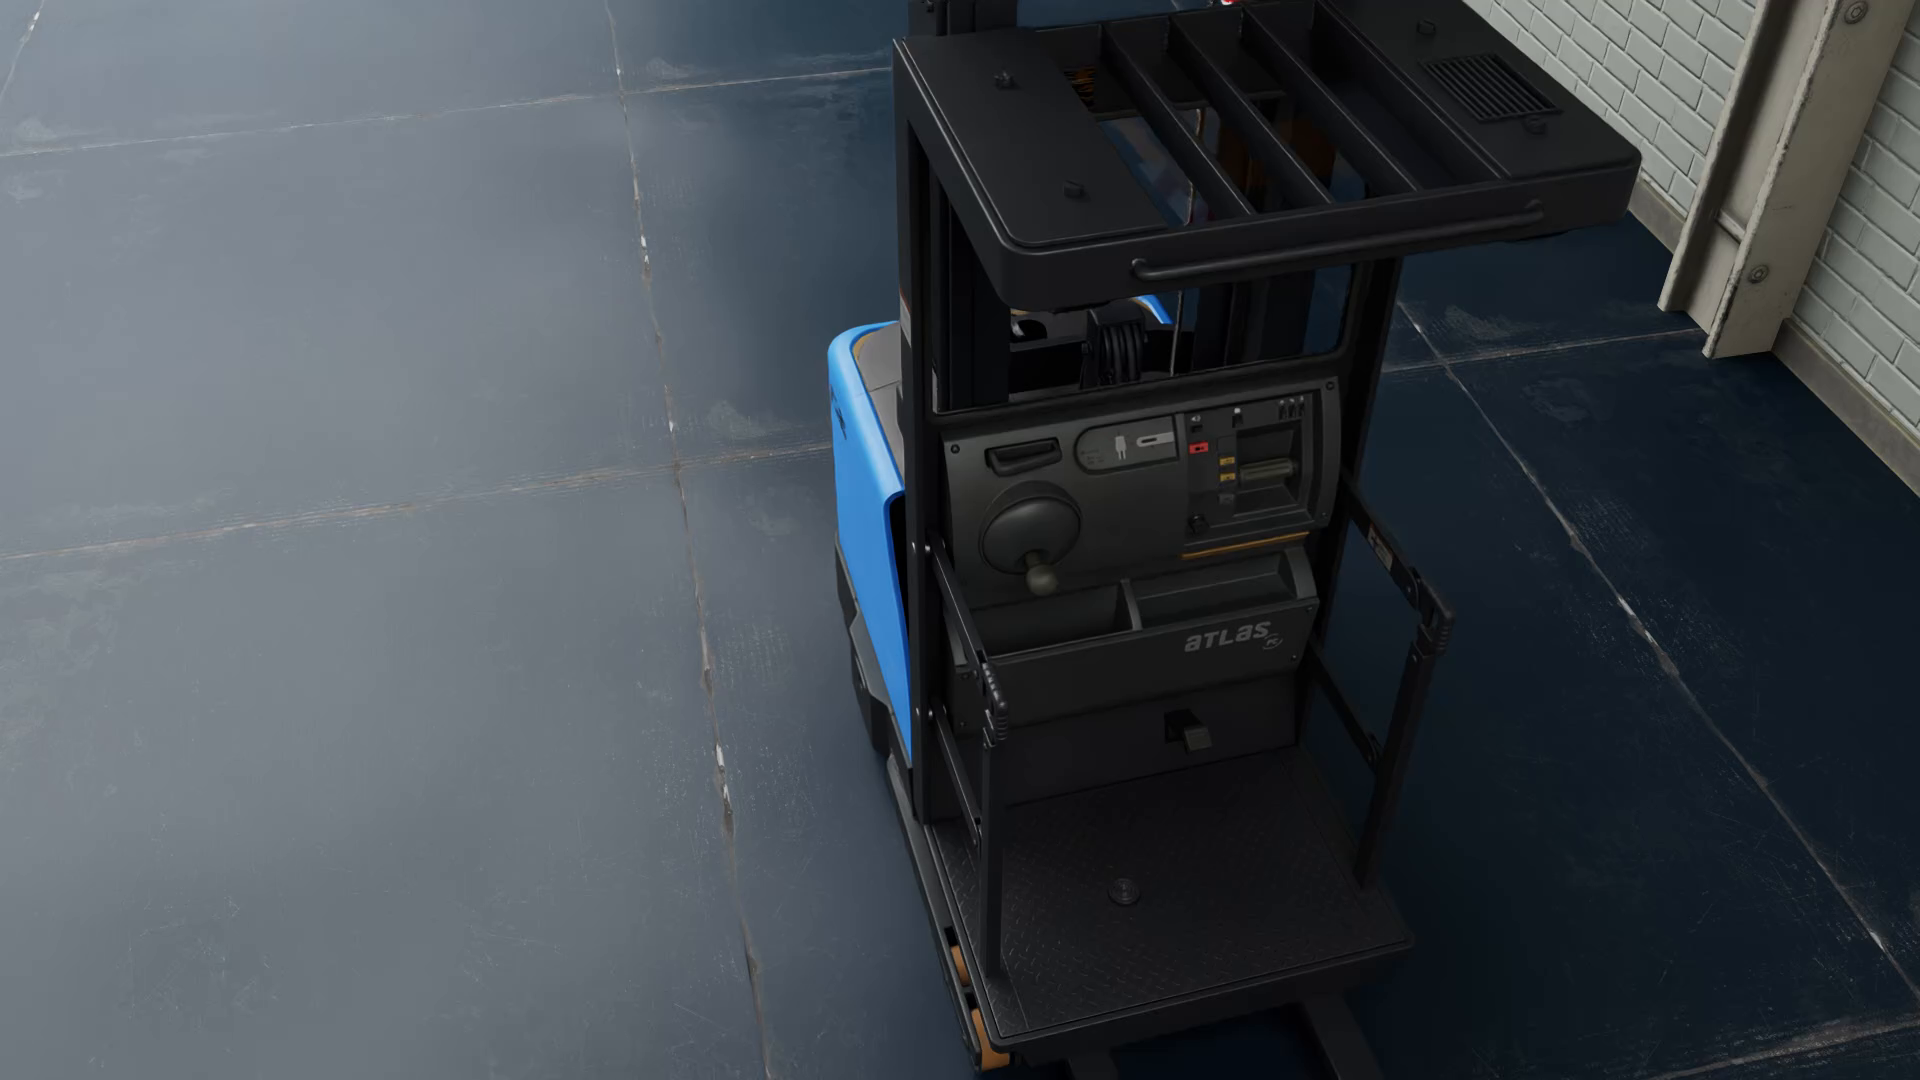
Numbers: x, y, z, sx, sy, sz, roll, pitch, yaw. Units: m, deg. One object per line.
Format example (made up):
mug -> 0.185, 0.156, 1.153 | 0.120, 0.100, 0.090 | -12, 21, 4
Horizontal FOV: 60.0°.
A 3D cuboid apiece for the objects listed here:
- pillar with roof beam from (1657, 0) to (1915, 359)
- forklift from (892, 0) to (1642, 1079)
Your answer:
pillar with roof beam -> -1.145, -3.612, 3.041 | 9.100, 9.000, 0.400 | -8, 42, -9
forklift -> 0.469, -0.042, 3.590 | 1.110, 2.935, 3.031 | -10, 43, -11
